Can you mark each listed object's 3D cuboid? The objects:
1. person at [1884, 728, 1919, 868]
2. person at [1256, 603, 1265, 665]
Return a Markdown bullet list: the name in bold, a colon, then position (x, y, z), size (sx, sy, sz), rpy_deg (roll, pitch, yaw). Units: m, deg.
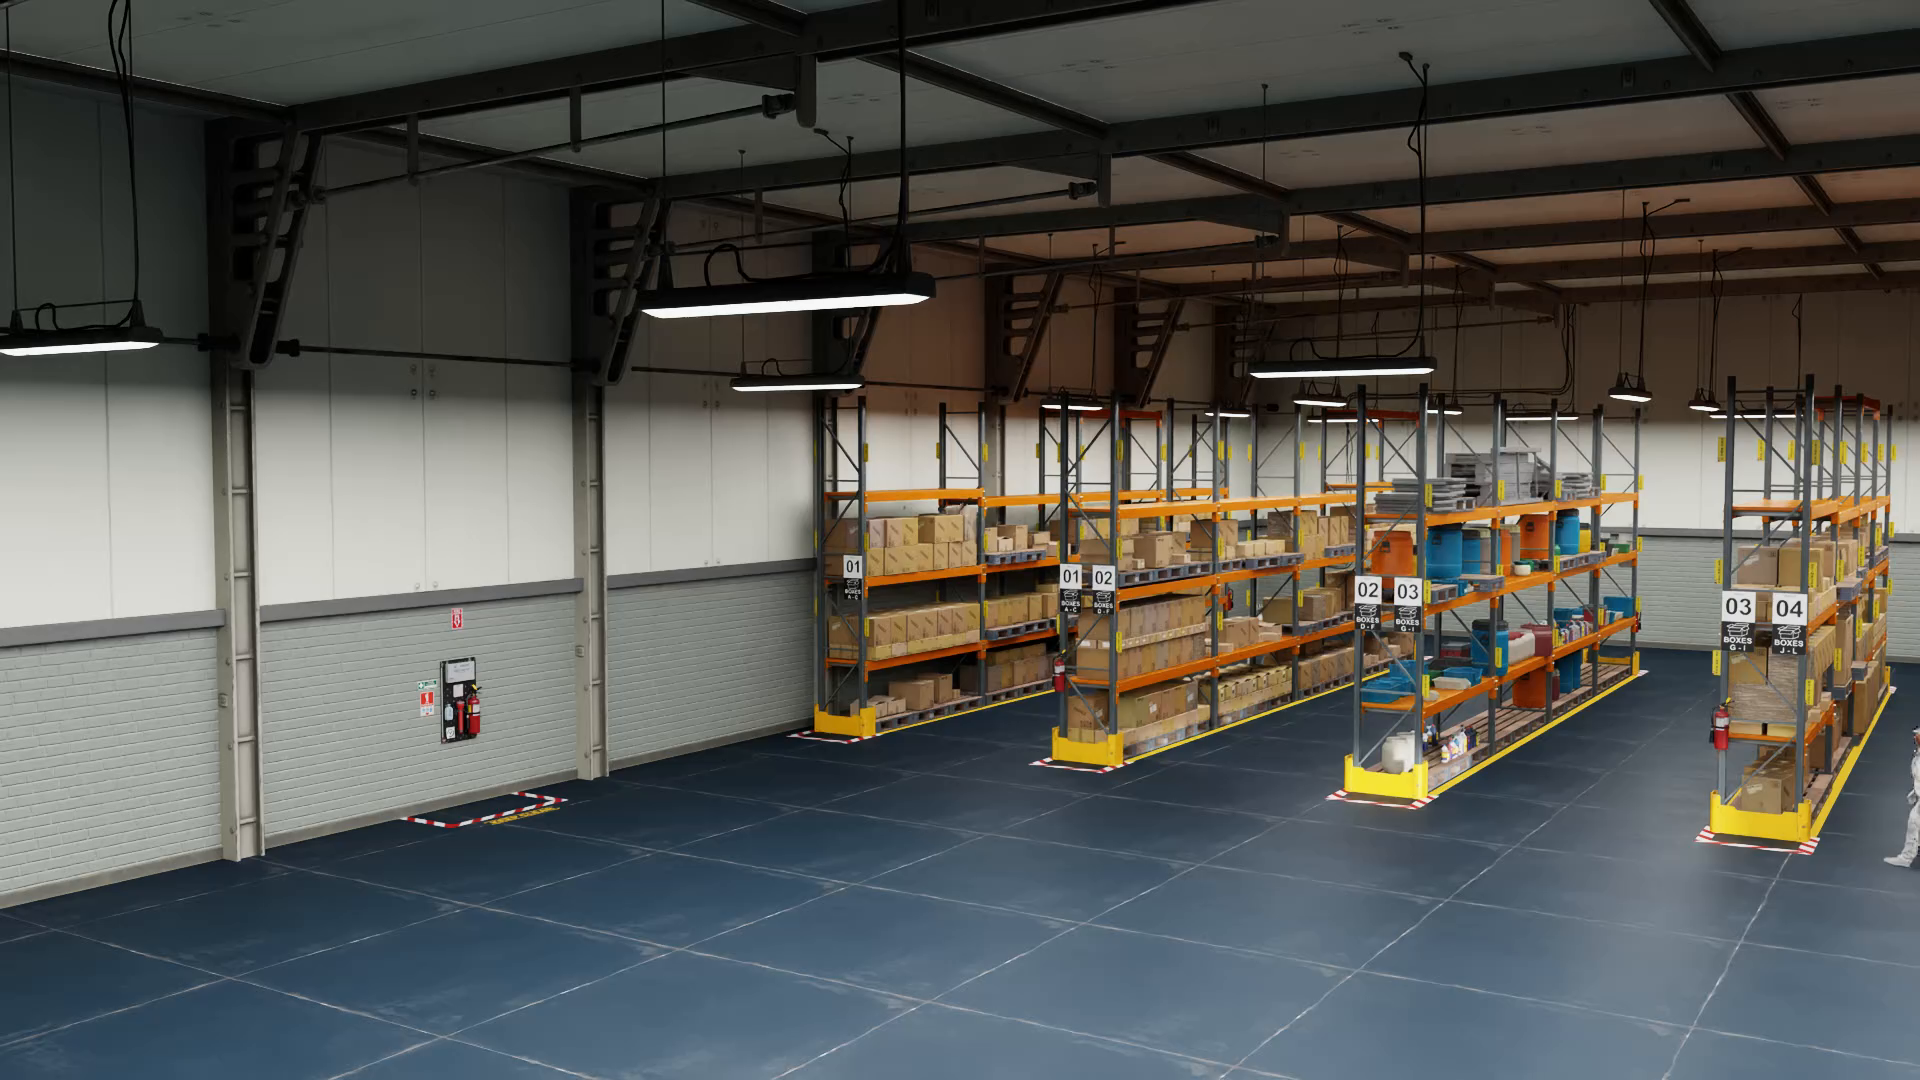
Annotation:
- **person**: position (11.692, 3.077, 20.004), size (1.053, 1.744, 0.608), rpy_deg (1, 3, 14)
- **person**: position (6.692, 2.241, 37.062), size (0.551, 1.647, 0.546), rpy_deg (0, 3, 8)
